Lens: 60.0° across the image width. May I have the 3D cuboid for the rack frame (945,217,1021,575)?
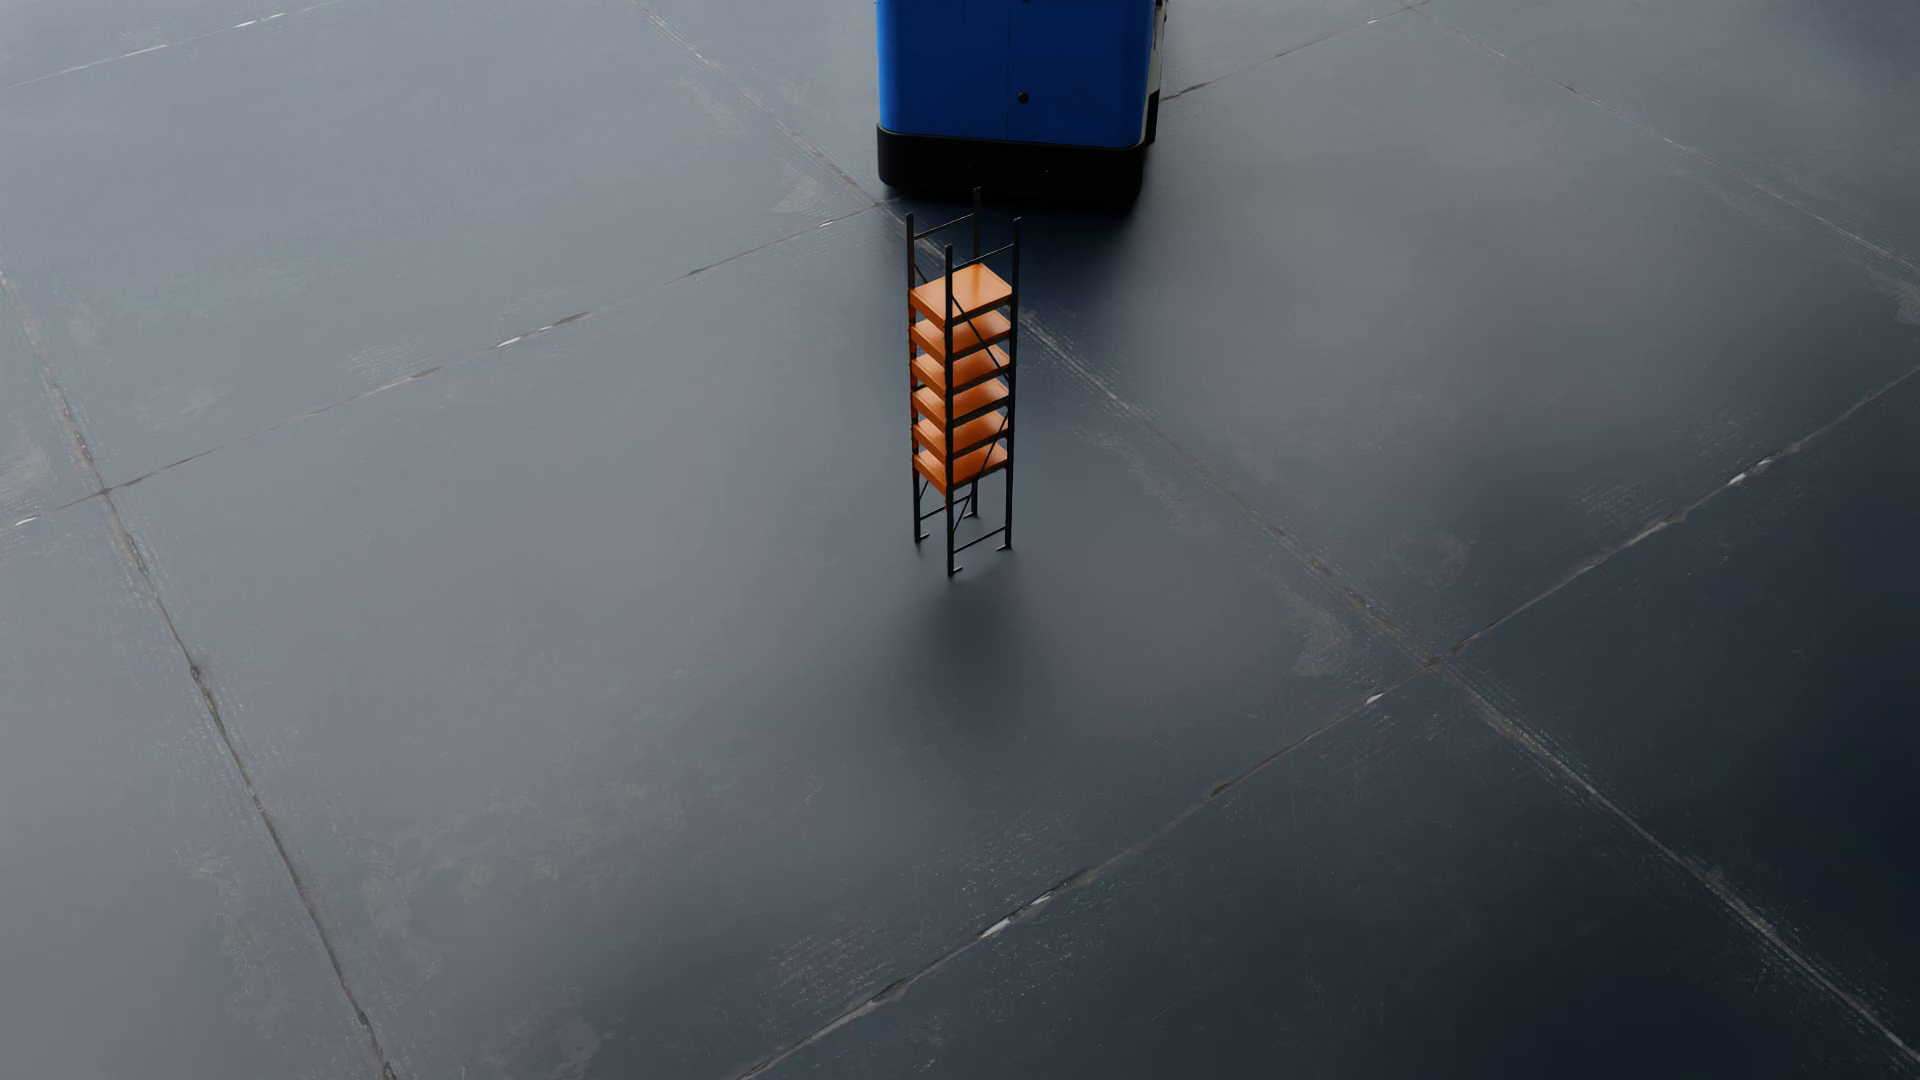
[{"bbox_3d":[0.061,-0.374,4.773,0.240,1.200,0.006,-26,49,-24],"label":"rack frame"}]

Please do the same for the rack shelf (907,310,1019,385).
[{"bbox_3d":[0.008,-0.567,4.692,0.258,0.103,0.180,-26,49,-24],"label":"rack shelf"}]

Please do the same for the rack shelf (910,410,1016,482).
[{"bbox_3d":[0.008,-0.307,4.941,0.258,0.103,0.180,-26,49,-24],"label":"rack shelf"}]

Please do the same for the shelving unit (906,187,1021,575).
[{"bbox_3d":[0.008,-0.426,4.827,0.258,1.200,0.189,-26,49,-24],"label":"shelving unit"}]

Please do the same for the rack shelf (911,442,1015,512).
[{"bbox_3d":[0.008,-0.220,5.024,0.258,0.103,0.180,-26,49,-24],"label":"rack shelf"}]

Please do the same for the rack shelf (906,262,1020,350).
[{"bbox_3d":[0.008,-0.654,4.609,0.258,0.103,0.180,-26,49,-24],"label":"rack shelf"}]

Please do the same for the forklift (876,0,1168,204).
[{"bbox_3d":[0.383,-3.403,6.692,1.130,2.935,3.031,5,44,6],"label":"forklift"}]

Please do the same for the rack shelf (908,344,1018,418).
[{"bbox_3d":[0.008,-0.480,4.775,0.258,0.103,0.180,-26,49,-24],"label":"rack shelf"}]

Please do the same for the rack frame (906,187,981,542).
[{"bbox_3d":[-0.044,-0.478,4.881,0.240,1.200,0.006,-26,49,-24],"label":"rack frame"}]

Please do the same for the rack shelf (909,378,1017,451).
[{"bbox_3d":[0.008,-0.394,4.858,0.258,0.103,0.180,-26,49,-24],"label":"rack shelf"}]
